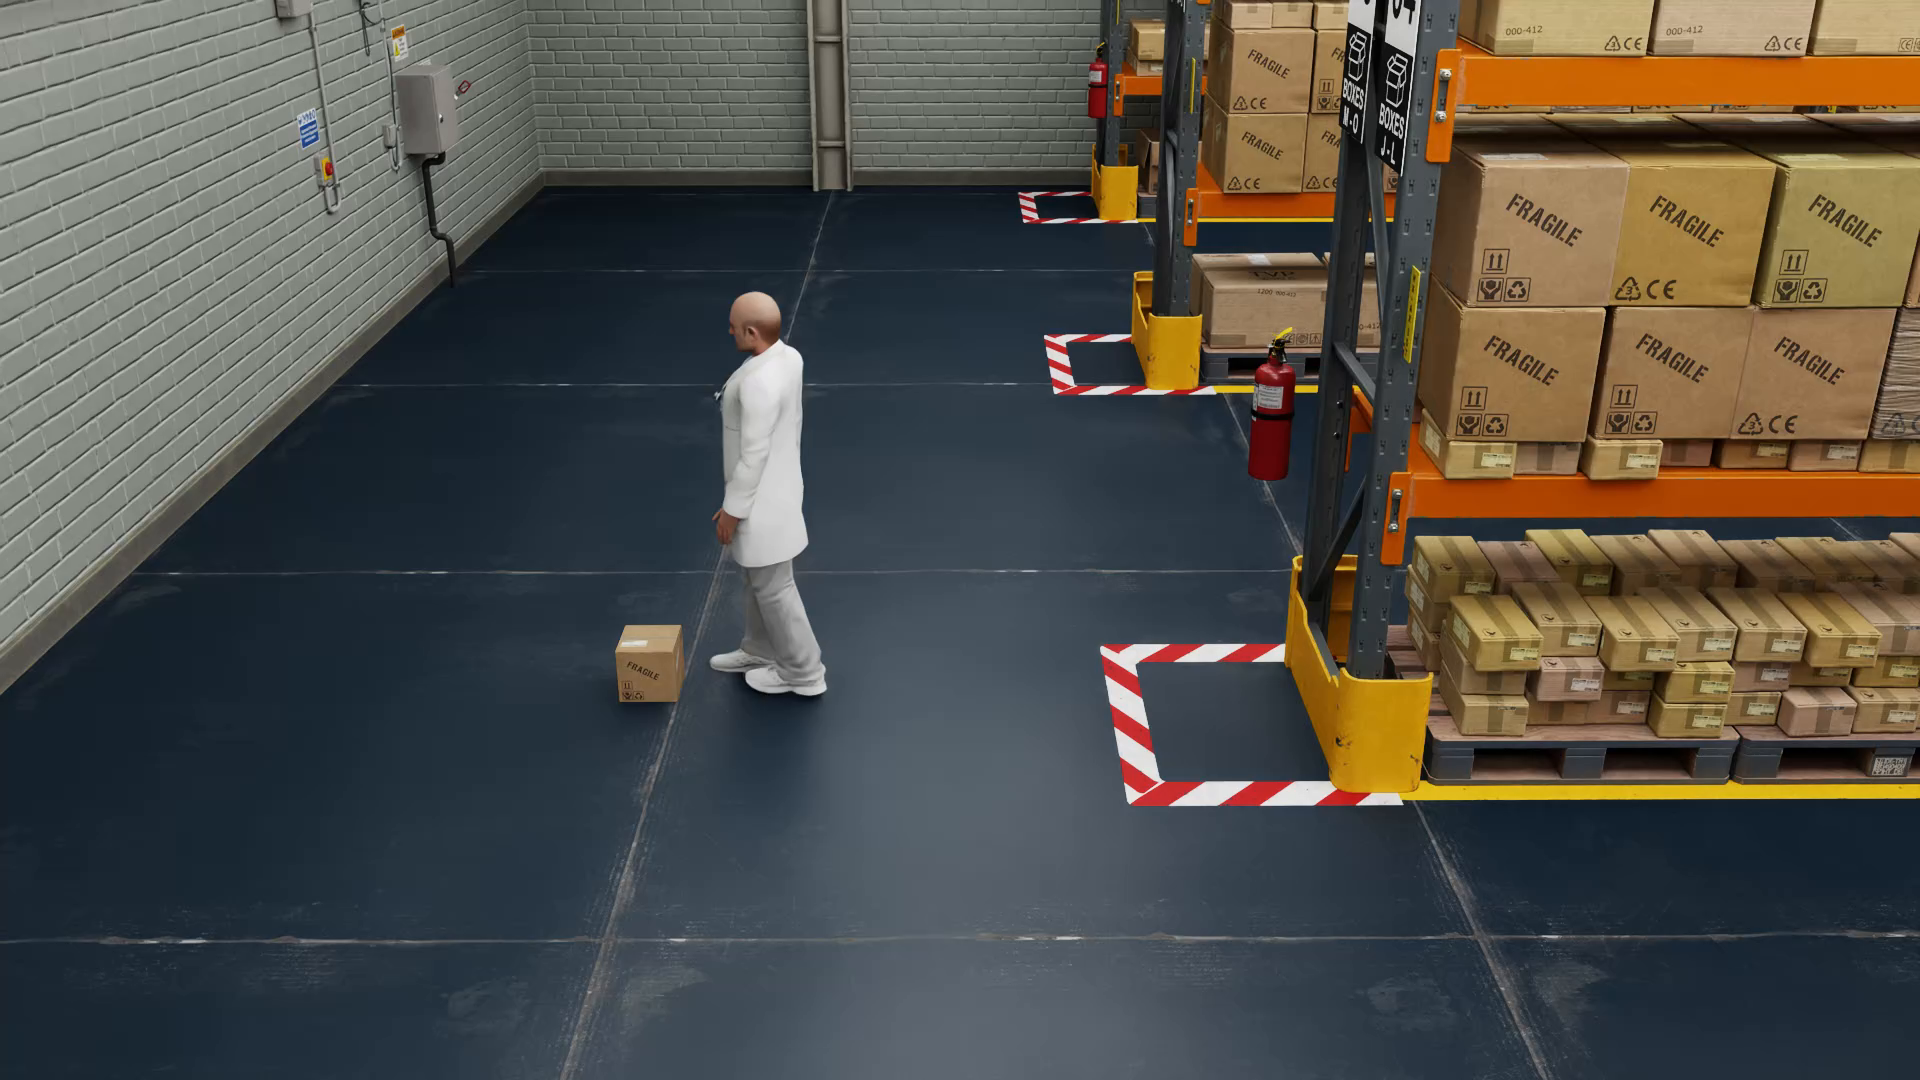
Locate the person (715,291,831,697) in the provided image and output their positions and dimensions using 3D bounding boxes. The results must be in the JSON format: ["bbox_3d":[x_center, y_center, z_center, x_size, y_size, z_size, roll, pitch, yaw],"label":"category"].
[{"bbox_3d":[-0.842,-0.176,7.004,0.555,1.793,0.596,3,24,6],"label":"person"}]
